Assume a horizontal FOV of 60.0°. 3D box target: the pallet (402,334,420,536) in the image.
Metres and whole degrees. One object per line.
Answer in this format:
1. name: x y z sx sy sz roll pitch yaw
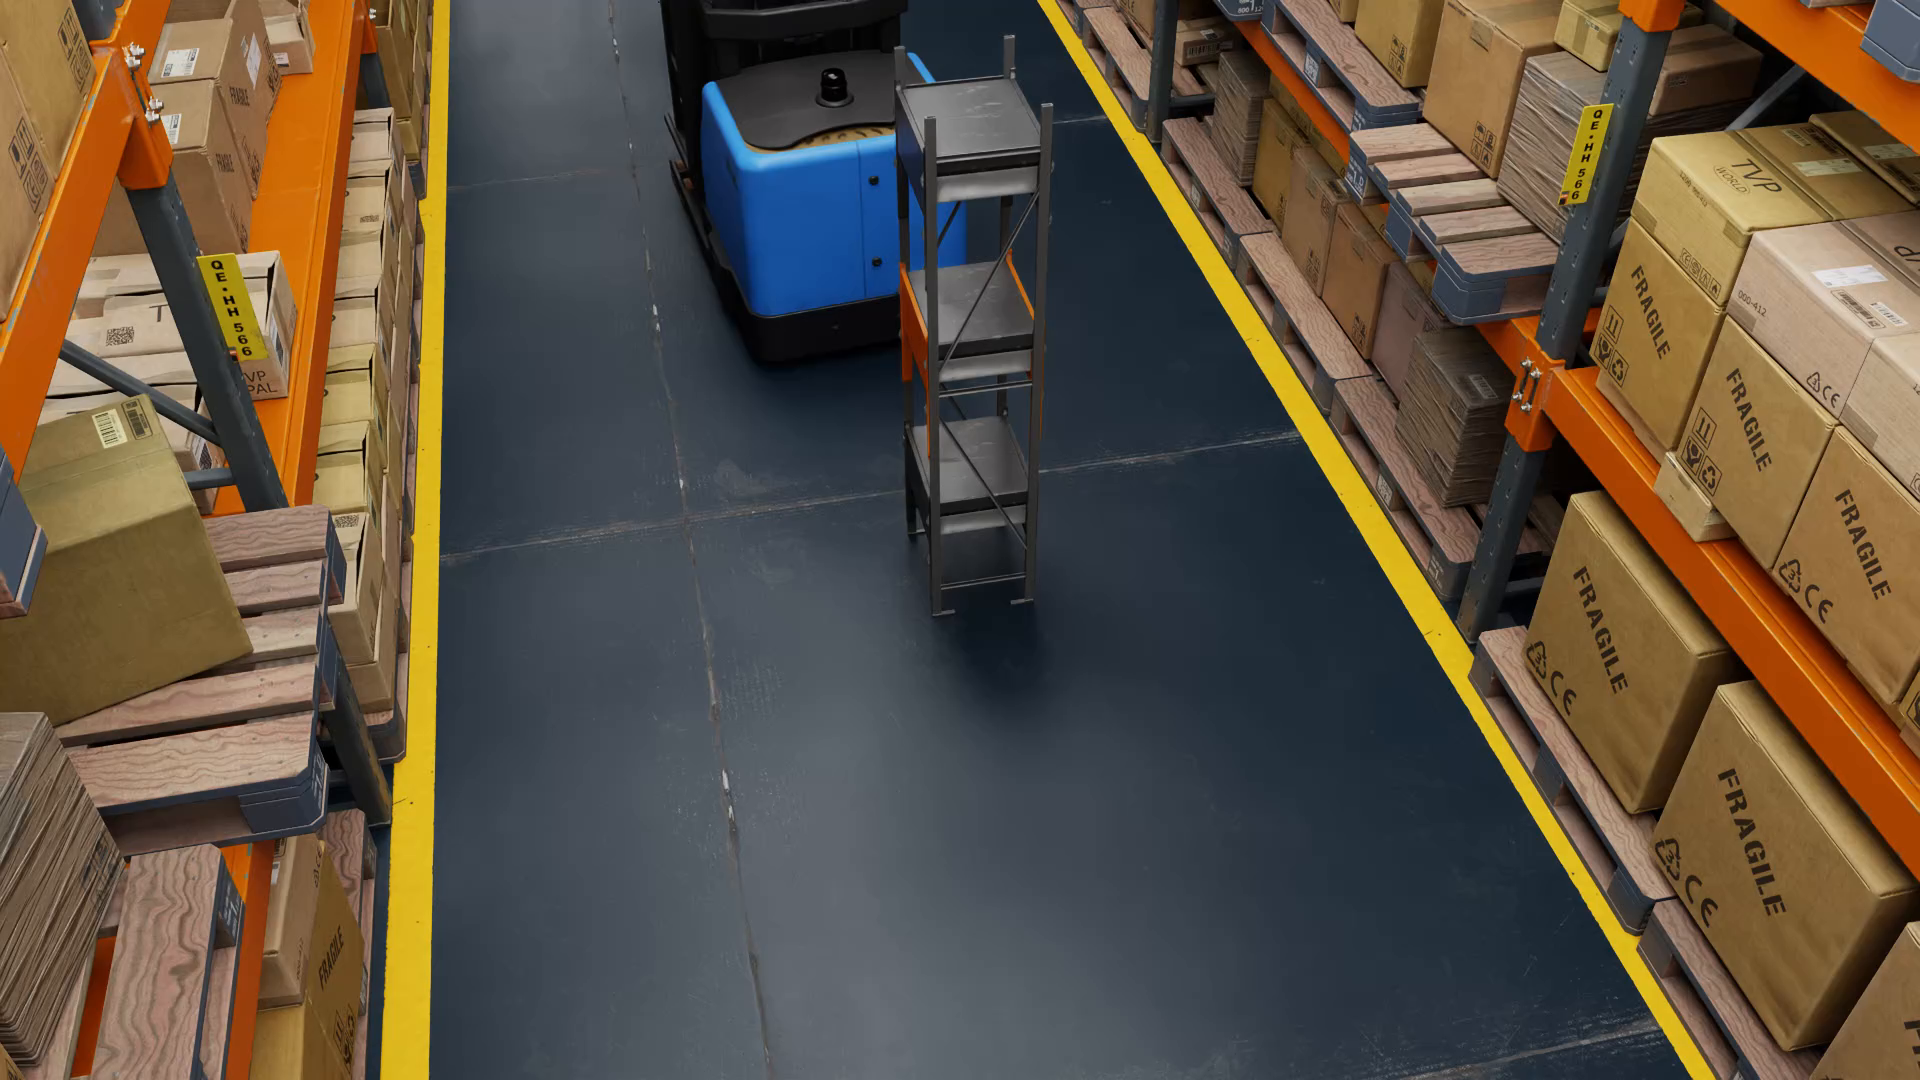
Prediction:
1. pallet: -2.835 -0.404 7.046 1.003 0.211 1.213 -8 42 -9

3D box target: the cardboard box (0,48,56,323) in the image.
1. cardboard box: -2.198 -0.669 2.909 0.910 0.500 0.500 -8 42 -9

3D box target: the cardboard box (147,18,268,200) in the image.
1. cardboard box: -2.927 -1.582 6.198 0.500 0.500 0.500 -8 42 -9

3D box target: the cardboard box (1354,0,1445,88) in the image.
1. cardboard box: 1.999 -2.140 6.495 0.700 0.500 0.500 -8 42 -9

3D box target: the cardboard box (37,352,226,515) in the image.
1. cardboard box: -2.471 -0.327 4.926 0.500 0.311 0.500 -6 42 -7

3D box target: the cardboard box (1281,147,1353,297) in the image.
1. cardboard box: 1.944 -1.514 7.748 0.700 0.500 0.500 -8 42 -9

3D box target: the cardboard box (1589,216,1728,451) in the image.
1. cardboard box: 2.256 -0.635 4.892 0.500 0.500 0.500 -7 42 -8

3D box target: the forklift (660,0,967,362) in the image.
1. forklift: -0.897 -2.897 7.805 1.130 2.935 3.031 -12 43 -14

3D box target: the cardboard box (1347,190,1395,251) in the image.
1. cardboard box: 2.017 -1.511 7.180 0.500 0.250 0.500 -9 42 -9

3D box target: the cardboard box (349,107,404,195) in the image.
1. cardboard box: -2.931 -1.828 7.883 0.500 0.311 0.500 -8 42 -9

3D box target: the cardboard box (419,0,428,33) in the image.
1. cardboard box: -3.422 -3.157 9.802 0.500 0.250 0.500 -8 42 -9

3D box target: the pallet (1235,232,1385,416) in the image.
1. pallet: 1.974 -1.084 7.812 1.003 0.211 1.213 -8 42 -9

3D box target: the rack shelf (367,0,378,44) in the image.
1. rack shelf: -3.730 -3.739 9.244 1.077 0.370 4.000 -8 42 -9

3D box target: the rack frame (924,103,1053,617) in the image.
1. rack frame: 0.088 -0.520 5.754 0.400 2.100 0.015 -8 42 -9

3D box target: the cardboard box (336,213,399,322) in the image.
1. cardboard box: -2.707 -1.168 7.139 0.500 0.311 0.500 -8 42 -9

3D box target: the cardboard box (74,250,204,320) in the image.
1. cardboard box: -2.765 -0.843 5.629 0.380 0.149 0.250 -5 42 -6

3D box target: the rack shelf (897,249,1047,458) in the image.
1. rack shelf: 0.036 -0.668 5.941 0.431 0.518 0.480 -8 42 -9

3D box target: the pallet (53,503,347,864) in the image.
1. pallet: -2.220 0.383 4.204 1.213 0.211 1.003 -8 42 -9

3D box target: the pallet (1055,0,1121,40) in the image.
1. pallet: 1.091 -3.603 10.650 1.003 0.211 1.213 -8 42 -9

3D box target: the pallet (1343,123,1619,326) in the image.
1. pallet: 2.143 -1.206 5.993 1.213 0.211 1.003 -8 42 -9

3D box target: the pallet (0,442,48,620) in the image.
1. pallet: -1.871 0.318 2.014 1.213 0.211 1.003 -8 42 -9

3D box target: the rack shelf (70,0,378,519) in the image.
1. rack shelf: -2.867 -1.146 6.323 1.077 0.370 4.000 -8 42 -9

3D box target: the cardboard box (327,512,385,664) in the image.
1. cardboard box: -2.261 0.162 5.641 0.500 0.311 0.500 -7 42 -8

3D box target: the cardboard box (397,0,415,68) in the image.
1. cardboard box: -3.209 -2.789 8.822 0.500 0.500 0.500 -8 42 -9

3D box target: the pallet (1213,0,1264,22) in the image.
1. pallet: 1.560 -2.835 7.829 1.003 0.211 1.213 -8 42 -9

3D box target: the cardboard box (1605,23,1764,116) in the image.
1. cardboard box: 2.297 -1.494 5.279 0.380 0.149 0.250 -14 43 -15

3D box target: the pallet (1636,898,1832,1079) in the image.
1. pallet: 2.757 1.523 4.875 1.003 0.211 1.213 -8 42 -9

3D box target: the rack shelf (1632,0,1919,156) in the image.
1. rack shelf: 2.833 -0.387 3.209 1.077 0.370 4.000 -8 42 -9

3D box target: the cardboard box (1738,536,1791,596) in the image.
1. cardboard box: 2.441 -0.003 4.668 0.380 0.149 0.250 -9 42 -10

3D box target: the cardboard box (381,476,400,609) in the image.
1. cardboard box: -2.371 0.046 6.194 0.500 0.250 0.500 -9 42 -10

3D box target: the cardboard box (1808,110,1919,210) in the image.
1. cardboard box: 2.752 -1.010 4.749 0.500 0.250 0.500 -7 42 -8

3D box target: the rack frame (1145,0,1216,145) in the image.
1. rack frame: 1.538 -3.423 8.347 1.000 3.000 0.127 -8 42 -9

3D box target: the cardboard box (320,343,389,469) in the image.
1. cardboard box: -2.491 -0.509 6.396 0.500 0.311 0.500 -9 42 -10

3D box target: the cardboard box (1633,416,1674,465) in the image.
1. cardboard box: 2.292 -0.333 5.040 0.380 0.149 0.250 -8 42 -9

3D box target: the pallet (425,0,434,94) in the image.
1. pallet: -3.696 -2.982 9.951 1.003 0.211 1.213 -8 42 -9

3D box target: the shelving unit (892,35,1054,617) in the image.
1. shelving unit: 0.036 -0.678 5.932 0.431 2.100 0.503 -8 42 -9

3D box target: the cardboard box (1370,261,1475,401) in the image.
1. cardboard box: 2.197 -0.870 7.022 0.700 0.500 0.500 -8 42 -9

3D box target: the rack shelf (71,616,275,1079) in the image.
1. rack shelf: -2.004 1.447 3.402 1.077 0.370 4.000 -8 42 -9

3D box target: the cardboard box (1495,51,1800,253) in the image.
1. cardboard box: 2.290 -1.336 5.589 0.700 0.500 0.500 -13 43 -14

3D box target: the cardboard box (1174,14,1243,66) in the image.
1. cardboard box: 1.393 -2.871 9.527 0.380 0.166 0.250 -14 43 -15

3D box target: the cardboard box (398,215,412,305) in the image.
1. cardboard box: -2.819 -1.285 7.692 0.500 0.250 0.500 -9 42 -10

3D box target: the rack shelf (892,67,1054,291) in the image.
1. rack shelf: 0.036 -1.191 5.476 0.431 0.518 0.480 -8 42 -9

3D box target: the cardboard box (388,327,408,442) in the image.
1. cardboard box: -2.599 -0.623 6.947 0.500 0.250 0.500 -8 42 -8

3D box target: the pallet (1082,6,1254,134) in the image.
1. pallet: 1.358 -2.811 9.758 1.003 0.211 1.213 -8 42 -9

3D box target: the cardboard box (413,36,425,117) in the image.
1. cardboard box: -3.206 -2.509 9.072 0.500 0.250 0.500 -8 42 -9

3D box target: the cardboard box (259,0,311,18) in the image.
1. cardboard box: -3.150 -2.342 7.242 0.500 0.250 0.500 -6 42 -7

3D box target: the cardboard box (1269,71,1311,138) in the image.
1. cardboard box: 1.811 -2.174 7.926 0.500 0.250 0.500 -9 42 -10

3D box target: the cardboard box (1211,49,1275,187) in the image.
1. cardboard box: 1.713 -2.178 8.496 0.700 0.500 0.500 -7 42 -8

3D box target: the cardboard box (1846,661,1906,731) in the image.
1. cardboard box: 2.551 0.332 4.290 0.380 0.149 0.250 -8 42 -9

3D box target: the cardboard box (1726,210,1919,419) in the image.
1. cardboard box: 2.364 -0.588 4.273 0.500 0.250 0.500 -9 42 -10

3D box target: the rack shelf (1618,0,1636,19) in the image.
1. rack shelf: 1.969 -2.980 6.130 1.077 0.370 4.000 -8 42 -9

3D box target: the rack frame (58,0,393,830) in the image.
1. rack frame: -2.435 -0.118 4.624 1.000 3.000 0.127 -8 42 -9

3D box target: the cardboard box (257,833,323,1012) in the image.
1. cardboard box: -1.988 0.980 4.373 0.500 0.250 0.500 -7 42 -8

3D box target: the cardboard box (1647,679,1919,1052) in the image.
1. cardboard box: 2.614 0.880 4.802 0.750 0.750 0.750 -9 42 -9

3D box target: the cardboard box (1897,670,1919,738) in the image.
1. cardboard box: 2.586 0.364 3.766 0.500 0.500 0.500 -7 42 -8

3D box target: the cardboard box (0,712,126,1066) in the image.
1. cardboard box: -2.178 0.699 3.311 0.700 0.500 0.500 -1 42 -1
